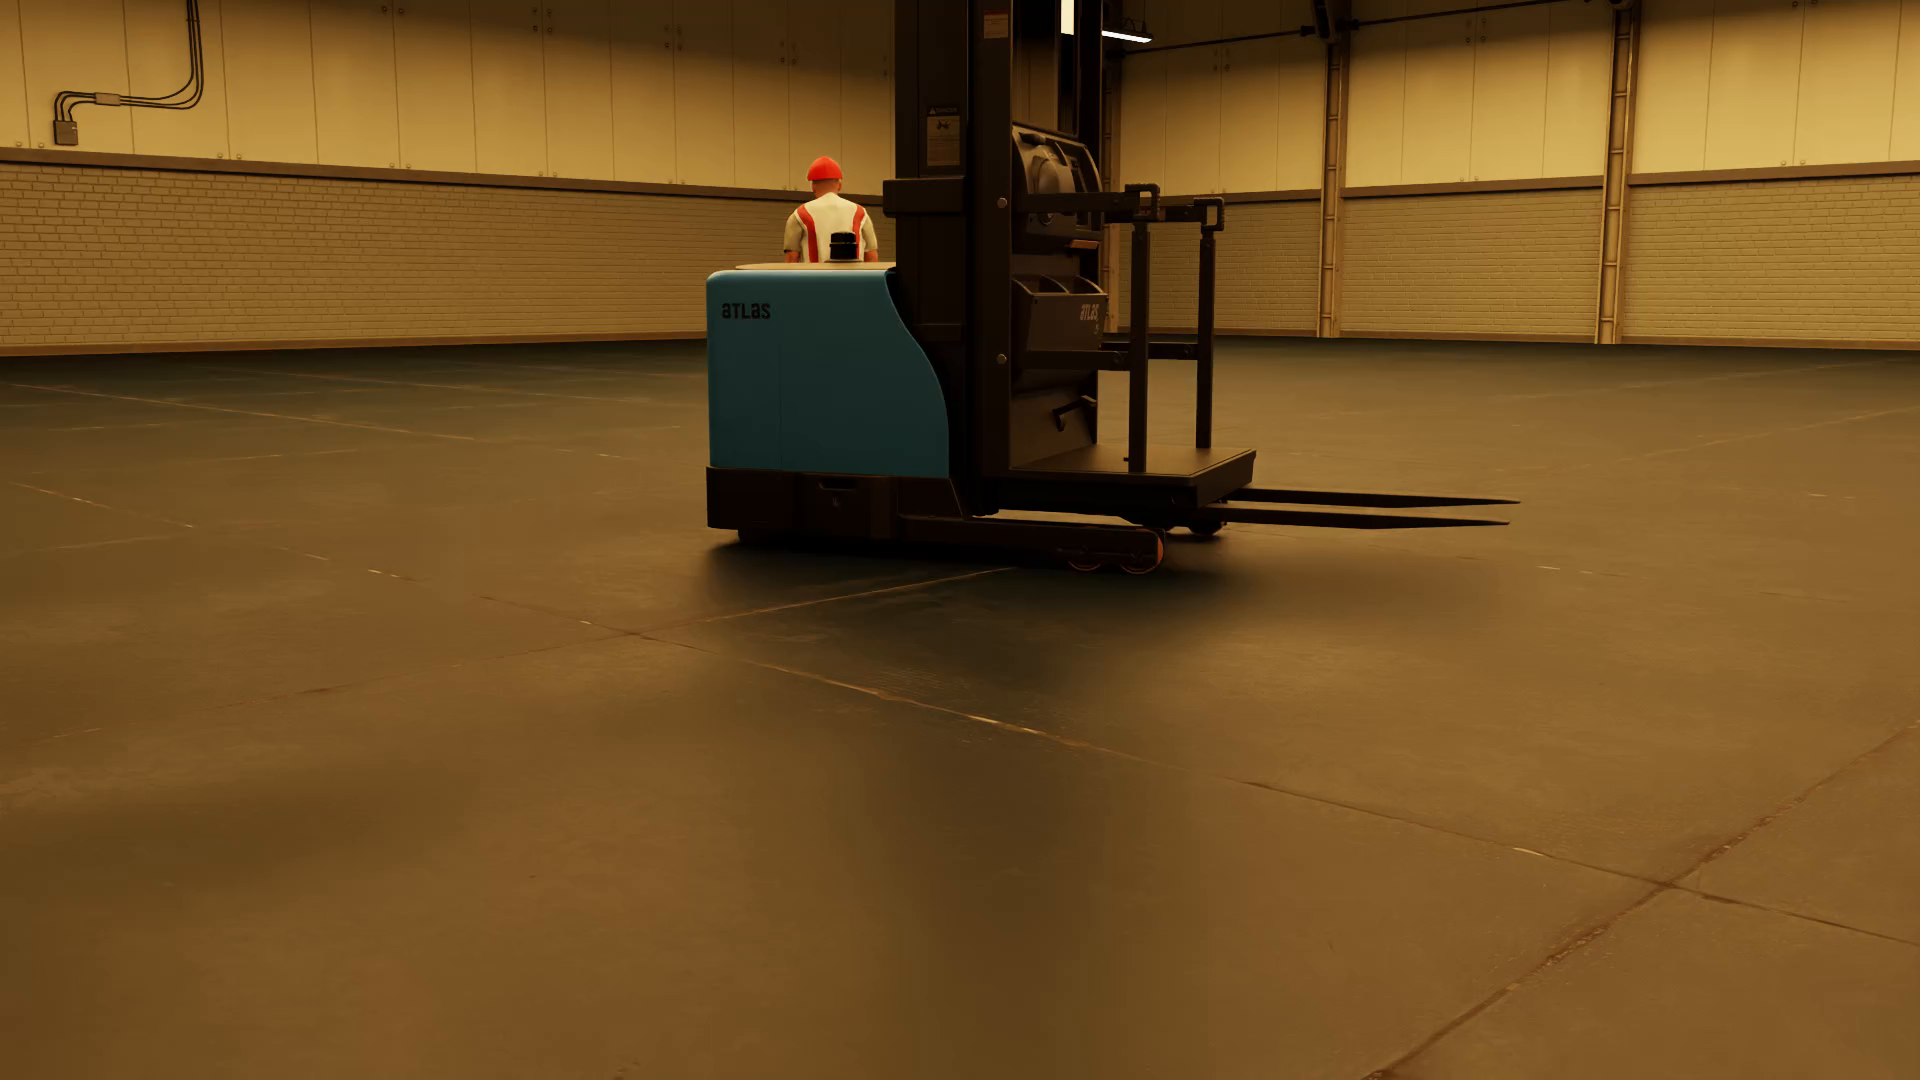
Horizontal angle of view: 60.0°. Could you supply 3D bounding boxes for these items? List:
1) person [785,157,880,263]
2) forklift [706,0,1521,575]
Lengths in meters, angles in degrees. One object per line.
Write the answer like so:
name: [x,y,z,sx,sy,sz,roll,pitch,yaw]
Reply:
person: [-0.753,-1.377,9.902,0.609,1.779,0.454,-2,9,-11]
forklift: [0.565,-1.416,6.275,3.031,2.935,1.130,3,9,22]
